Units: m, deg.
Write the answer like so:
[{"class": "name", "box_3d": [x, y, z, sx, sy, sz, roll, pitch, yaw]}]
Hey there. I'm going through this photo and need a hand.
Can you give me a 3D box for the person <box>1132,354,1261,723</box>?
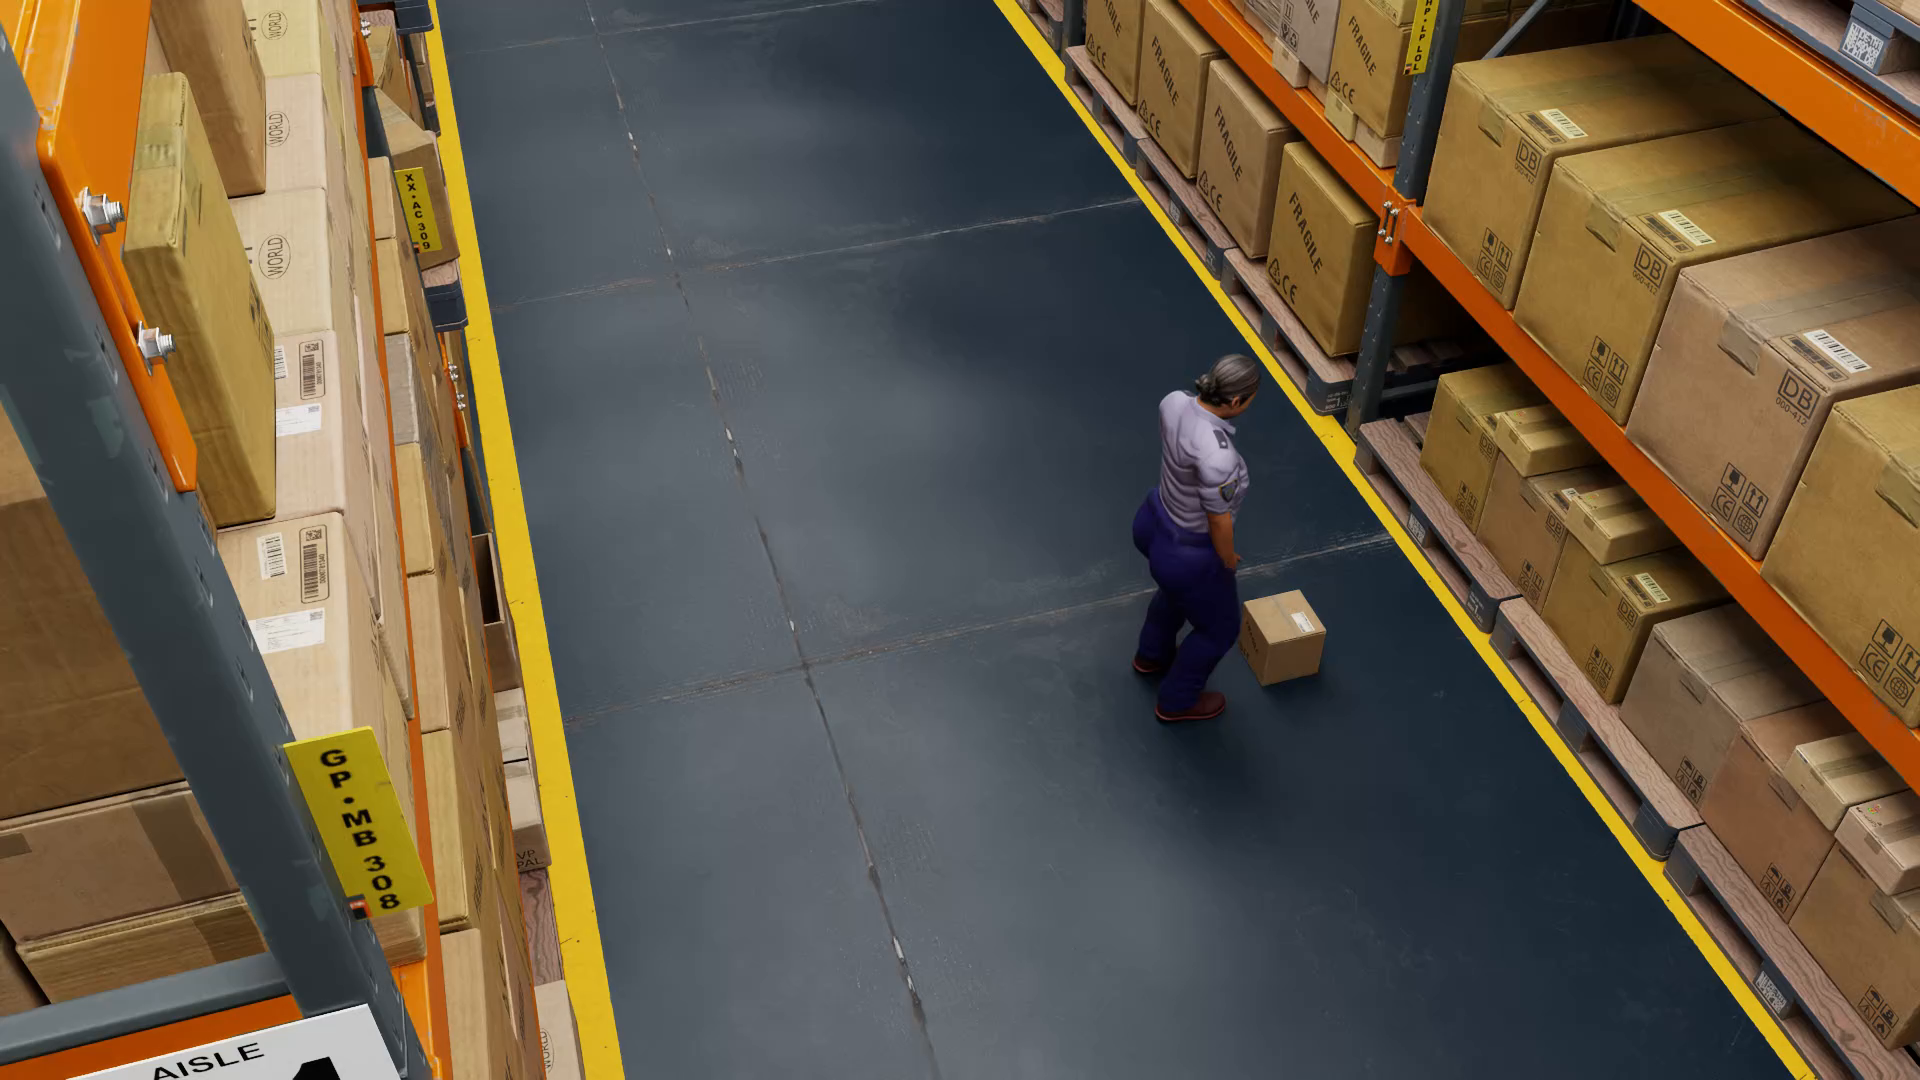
[{"class": "person", "box_3d": [0.856, -0.011, 6.223, 0.396, 1.607, 0.496, -11, 44, -12]}]
